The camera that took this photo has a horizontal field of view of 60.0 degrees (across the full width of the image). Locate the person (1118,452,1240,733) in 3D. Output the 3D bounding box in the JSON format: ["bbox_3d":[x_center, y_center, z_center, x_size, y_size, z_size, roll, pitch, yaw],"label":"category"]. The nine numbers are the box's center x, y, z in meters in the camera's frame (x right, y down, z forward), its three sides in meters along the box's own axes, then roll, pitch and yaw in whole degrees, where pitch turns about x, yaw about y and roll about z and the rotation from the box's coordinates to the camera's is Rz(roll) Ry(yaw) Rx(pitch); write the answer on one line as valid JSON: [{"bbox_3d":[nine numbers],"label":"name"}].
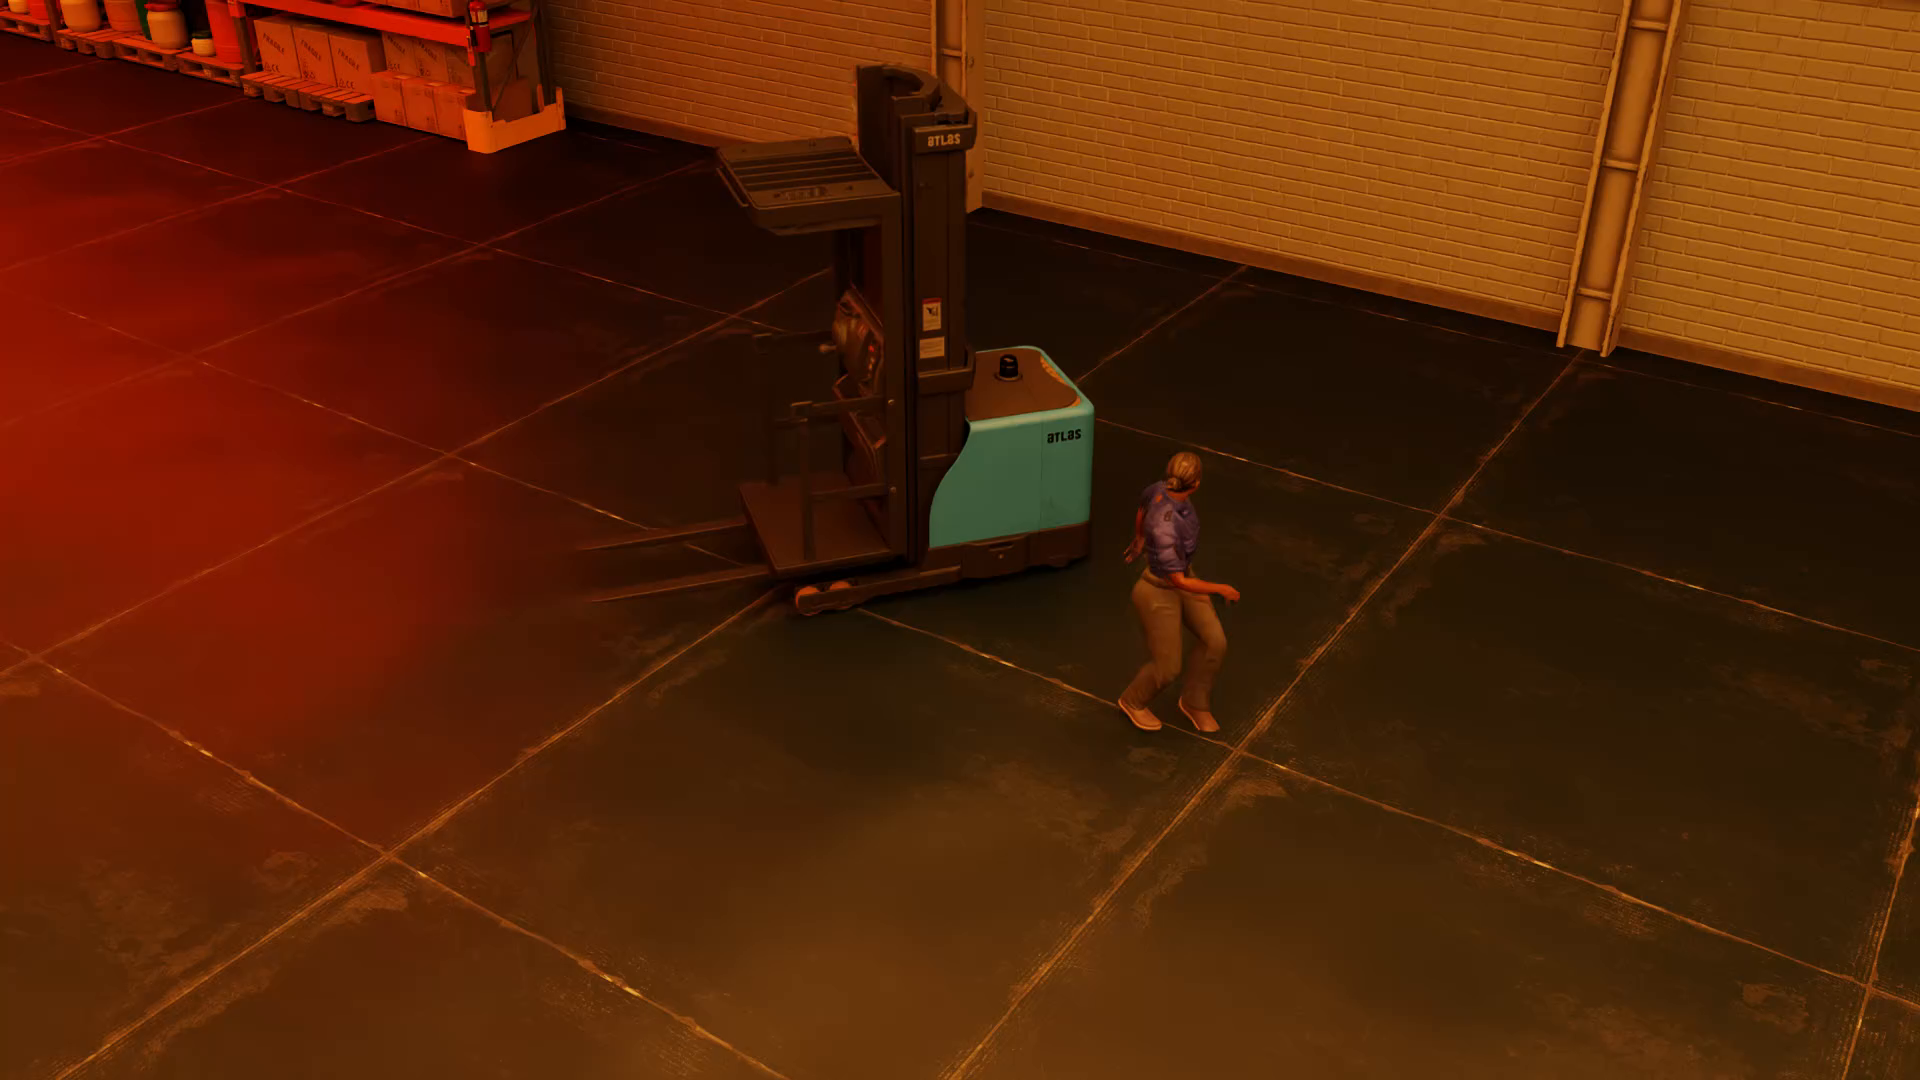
[{"bbox_3d":[1.063,0.285,8.484,0.744,1.658,0.542,18,35,28],"label":"person"}]

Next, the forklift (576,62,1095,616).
[{"bbox_3d":[-0.769,-1.122,9.513,3.031,2.935,1.130,-9,31,-16],"label":"forklift"}]
